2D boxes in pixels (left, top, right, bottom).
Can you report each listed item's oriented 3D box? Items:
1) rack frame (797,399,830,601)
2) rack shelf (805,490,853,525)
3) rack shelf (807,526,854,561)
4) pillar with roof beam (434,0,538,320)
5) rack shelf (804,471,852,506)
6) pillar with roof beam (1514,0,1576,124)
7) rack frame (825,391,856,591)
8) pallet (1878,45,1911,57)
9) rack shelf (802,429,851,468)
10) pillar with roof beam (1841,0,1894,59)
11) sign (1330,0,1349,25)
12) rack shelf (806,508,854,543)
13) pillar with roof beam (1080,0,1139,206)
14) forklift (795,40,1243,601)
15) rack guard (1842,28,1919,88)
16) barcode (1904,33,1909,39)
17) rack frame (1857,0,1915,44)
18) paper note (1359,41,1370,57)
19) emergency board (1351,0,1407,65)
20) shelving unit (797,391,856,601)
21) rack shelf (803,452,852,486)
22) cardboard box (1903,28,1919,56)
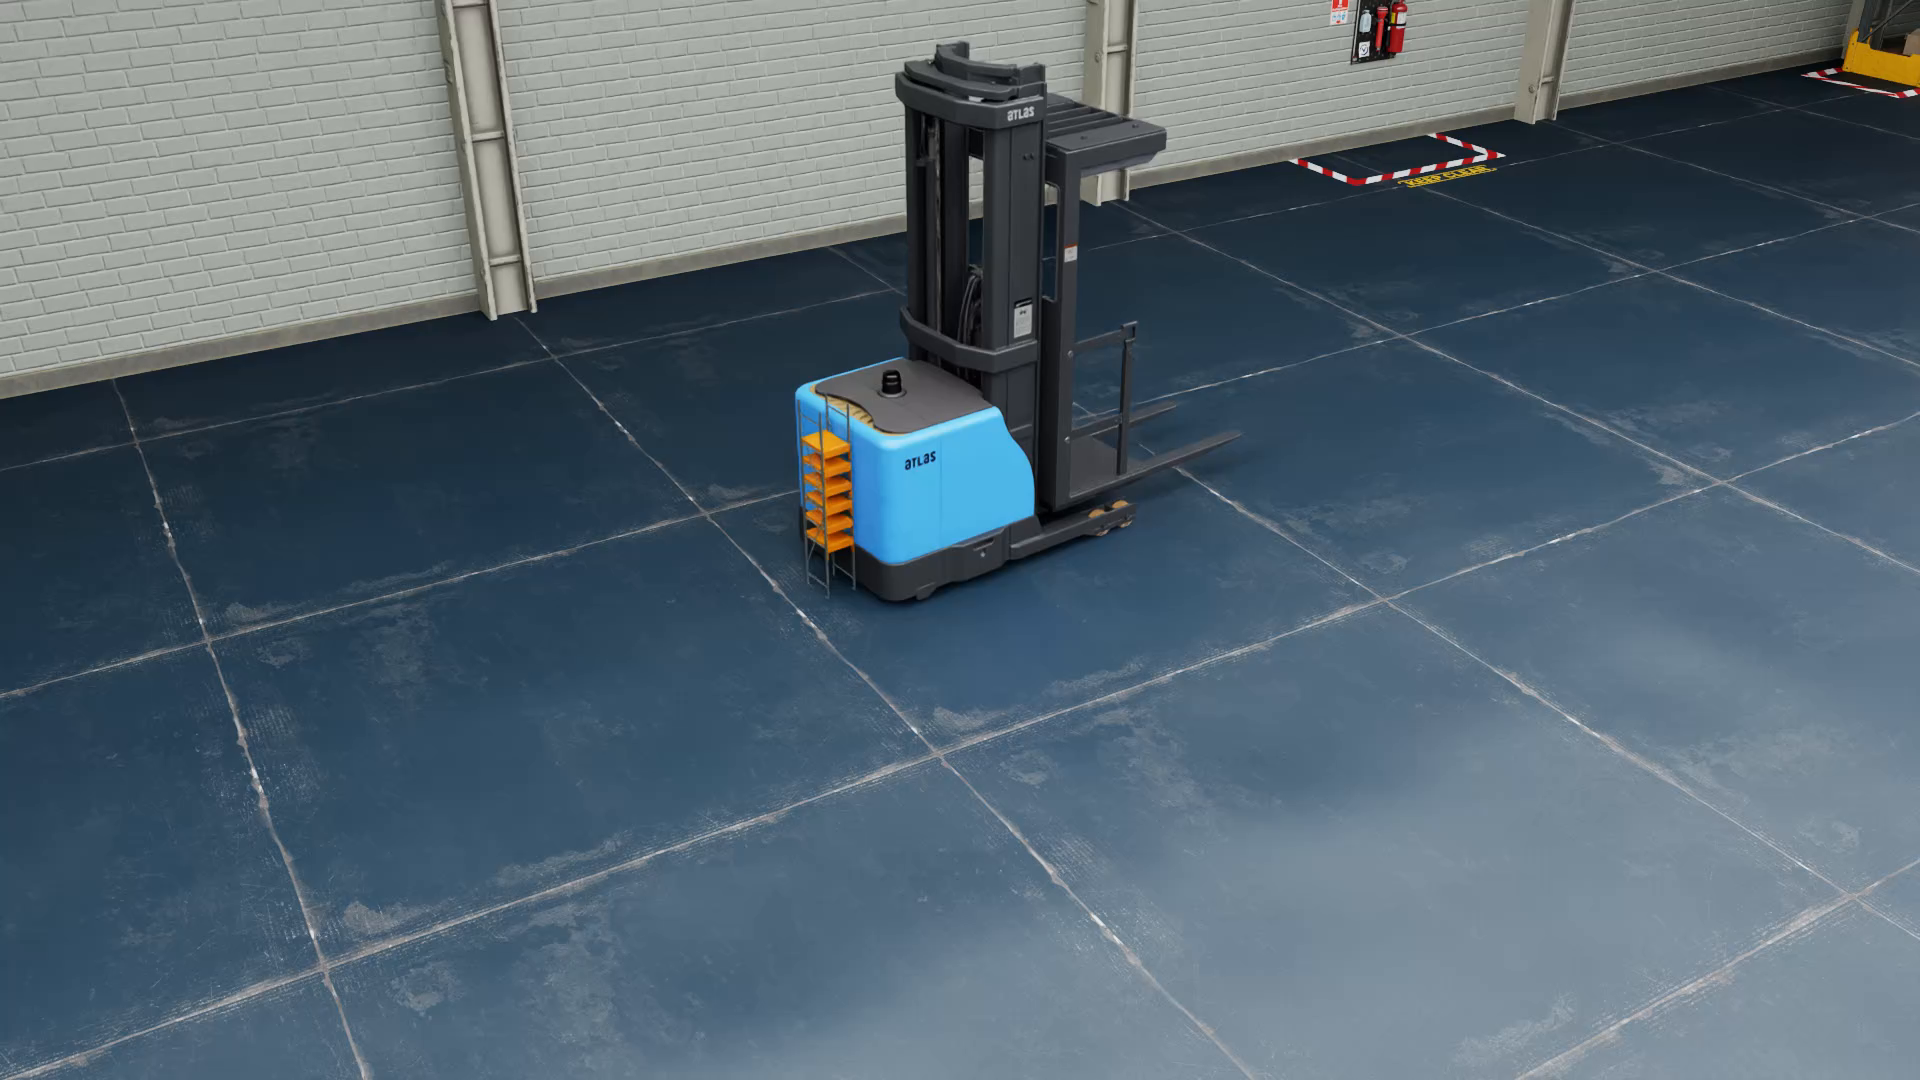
[{"bbox_3d":[-0.835,-0.217,9.499,0.006,1.200,0.240,-20,35,-32],"label":"rack frame"},{"bbox_3d":[-0.762,-0.205,9.569,0.180,0.103,0.258,-20,35,-32],"label":"rack shelf"},{"bbox_3d":[-0.762,0.005,9.685,0.180,0.103,0.258,-20,35,-32],"label":"rack shelf"},{"bbox_3d":[-1.566,-4.055,8.382,0.400,9.000,9.100,-16,33,-26],"label":"pillar with roof beam"},{"bbox_3d":[-0.762,-0.310,9.511,0.180,0.103,0.258,-20,35,-32],"label":"rack shelf"},{"bbox_3d":[8.780,-6.992,13.704,0.400,9.000,9.100,-16,33,-26],"label":"pillar with roof beam"},{"bbox_3d":[-0.689,-0.270,9.596,0.006,1.200,0.240,-20,35,-32],"label":"rack frame"},{"bbox_3d":[12.391,-6.078,21.143,1.213,0.211,1.003,-16,33,-26],"label":"pallet"},{"bbox_3d":[-0.762,-0.520,9.395,0.180,0.103,0.258,-20,35,-32],"label":"rack shelf"},{"bbox_3d":[13.953,-8.461,16.366,0.400,9.000,9.100,-16,33,-26],"label":"pillar with roof beam"},{"bbox_3d":[3.921,-5.493,17.160,0.234,0.329,0.001,-16,33,-26],"label":"sign"},{"bbox_3d":[-0.762,-0.100,9.627,0.180,0.103,0.258,-20,35,-32],"label":"rack shelf"},{"bbox_3d":[3.607,-5.523,11.043,0.400,9.000,9.100,-16,33,-26],"label":"pillar with roof beam"},{"bbox_3d":[0.496,-1.491,10.017,3.031,2.935,1.130,-20,35,-32],"label":"forklift"},{"bbox_3d":[11.673,-6.020,20.739,0.348,0.500,1.175,-16,33,-26],"label":"rack guard"},{"bbox_3d":[12.062,-6.418,21.192,0.075,0.075,0.001,-16,33,-26],"label":"barcode"},{"bbox_3d":[11.607,-7.096,20.101,0.127,3.000,1.000,-16,33,-26],"label":"rack frame"},{"bbox_3d":[4.262,-5.169,17.523,0.142,0.148,0.016,-16,33,-26],"label":"paper note"},{"bbox_3d":[4.450,-5.570,17.336,0.643,1.169,0.194,-16,33,-26],"label":"emergency board"},{"bbox_3d":[-0.762,-0.244,9.548,0.189,1.200,0.258,-20,35,-32],"label":"shelving unit"},{"bbox_3d":[-0.762,-0.415,9.453,0.180,0.103,0.258,-20,35,-32],"label":"rack shelf"},{"bbox_3d":[12.249,-6.243,20.884,0.500,0.311,0.500,-20,35,-32],"label":"cardboard box"}]
